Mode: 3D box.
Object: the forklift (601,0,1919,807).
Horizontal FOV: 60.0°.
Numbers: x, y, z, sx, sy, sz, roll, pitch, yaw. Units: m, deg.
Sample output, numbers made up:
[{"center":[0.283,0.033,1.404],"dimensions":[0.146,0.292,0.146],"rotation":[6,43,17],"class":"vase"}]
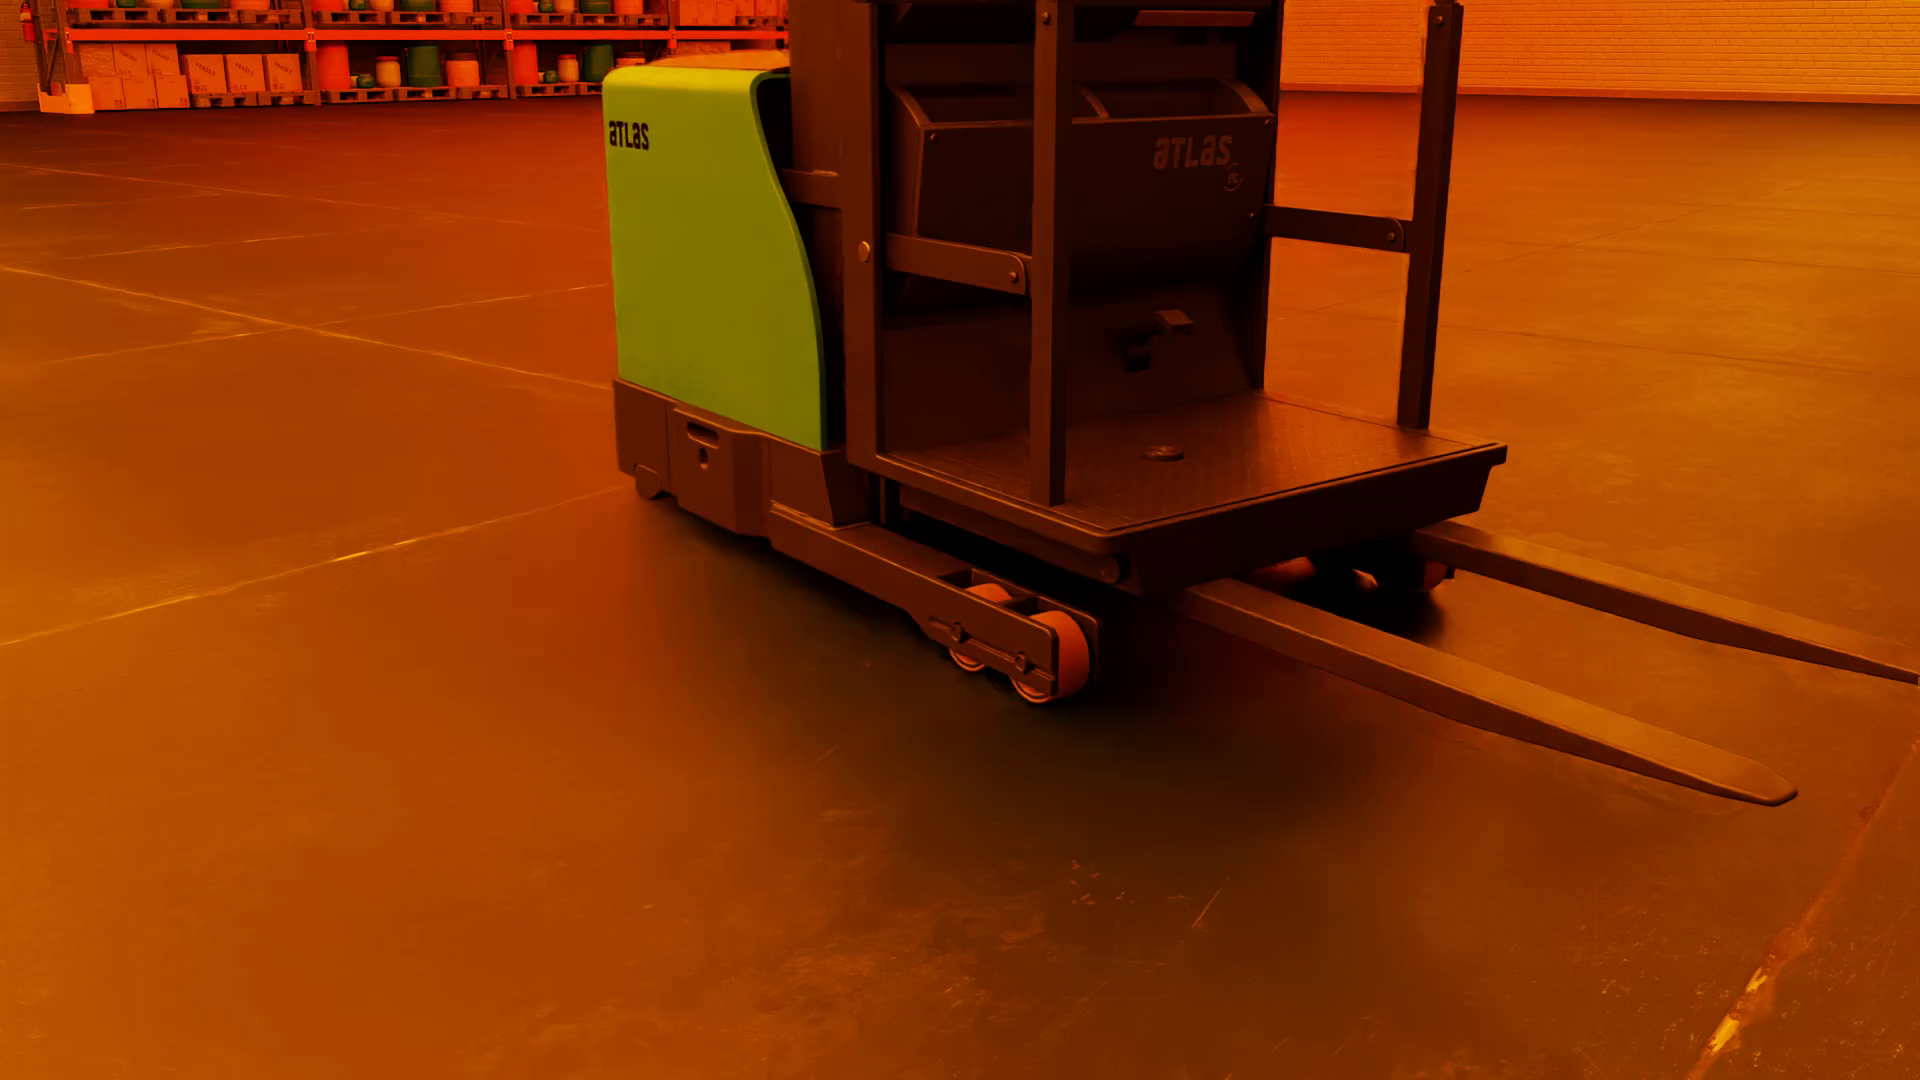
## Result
[{"center":[0.391,-1.270,3.079],"dimensions":[1.130,2.935,3.031],"rotation":[-12,21,-35],"class":"forklift"}]
